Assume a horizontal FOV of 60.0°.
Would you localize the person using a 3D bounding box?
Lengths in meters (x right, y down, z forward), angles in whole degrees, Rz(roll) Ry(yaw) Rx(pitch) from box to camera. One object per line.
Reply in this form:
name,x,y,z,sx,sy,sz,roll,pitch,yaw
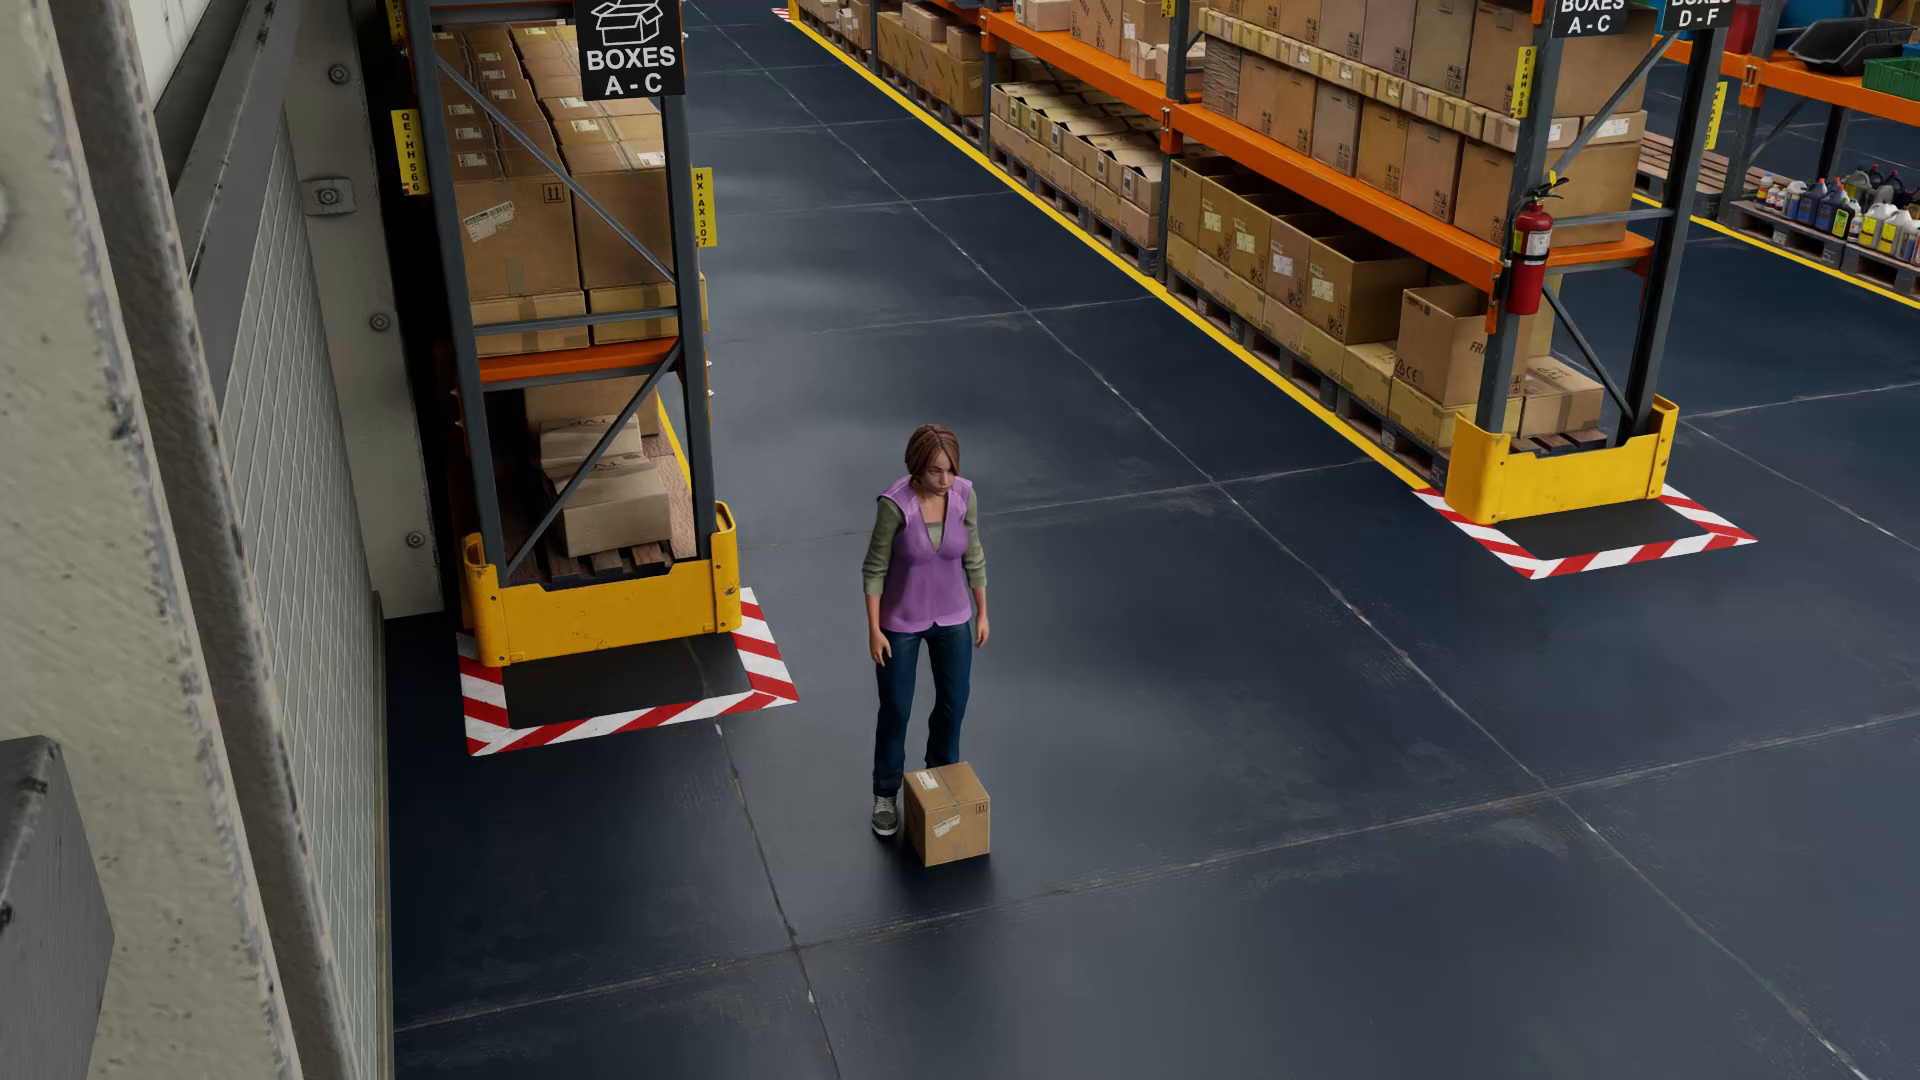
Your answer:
person,-0.128,0.311,6.021,0.483,1.582,0.340,-10,28,-18
